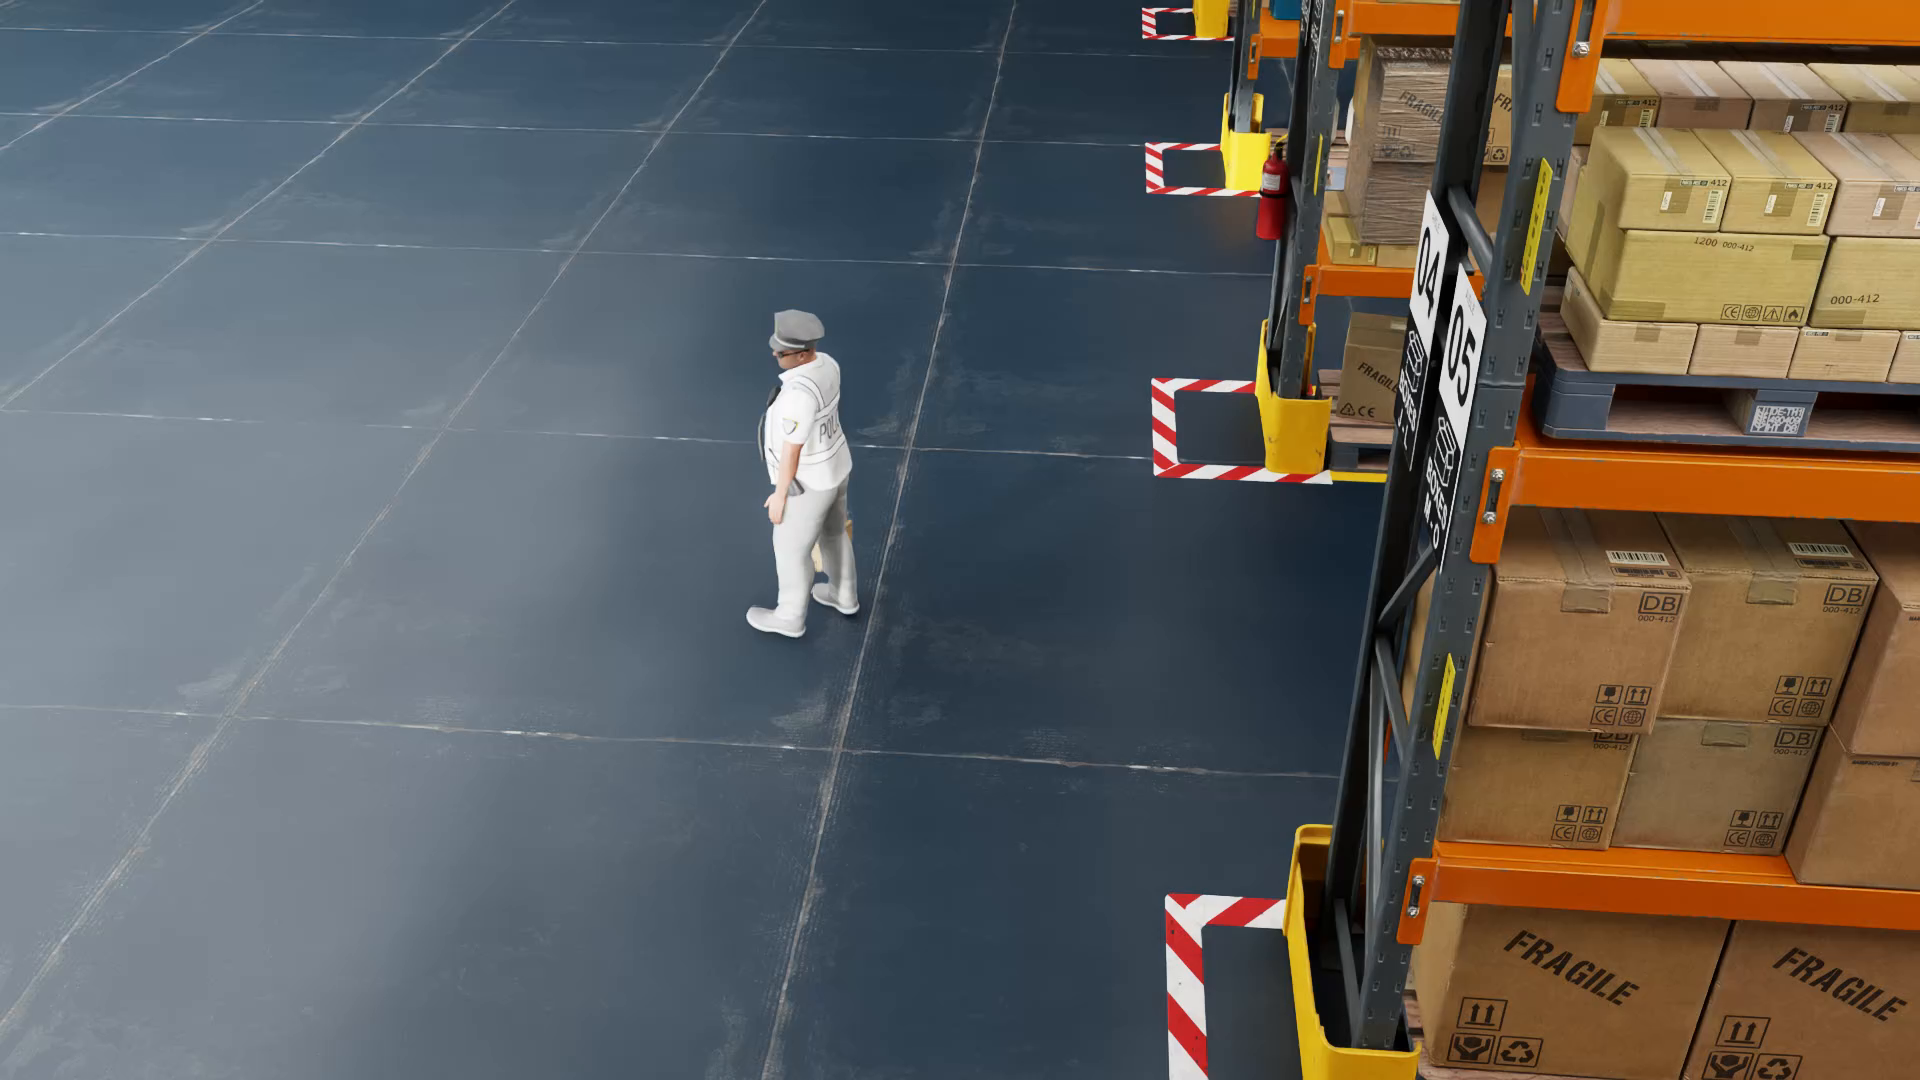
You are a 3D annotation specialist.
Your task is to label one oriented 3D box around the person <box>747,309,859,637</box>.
[{"bbox_3d":[-0.814,-0.331,8.327,0.551,1.760,0.575,8,33,13],"label":"person"}]
